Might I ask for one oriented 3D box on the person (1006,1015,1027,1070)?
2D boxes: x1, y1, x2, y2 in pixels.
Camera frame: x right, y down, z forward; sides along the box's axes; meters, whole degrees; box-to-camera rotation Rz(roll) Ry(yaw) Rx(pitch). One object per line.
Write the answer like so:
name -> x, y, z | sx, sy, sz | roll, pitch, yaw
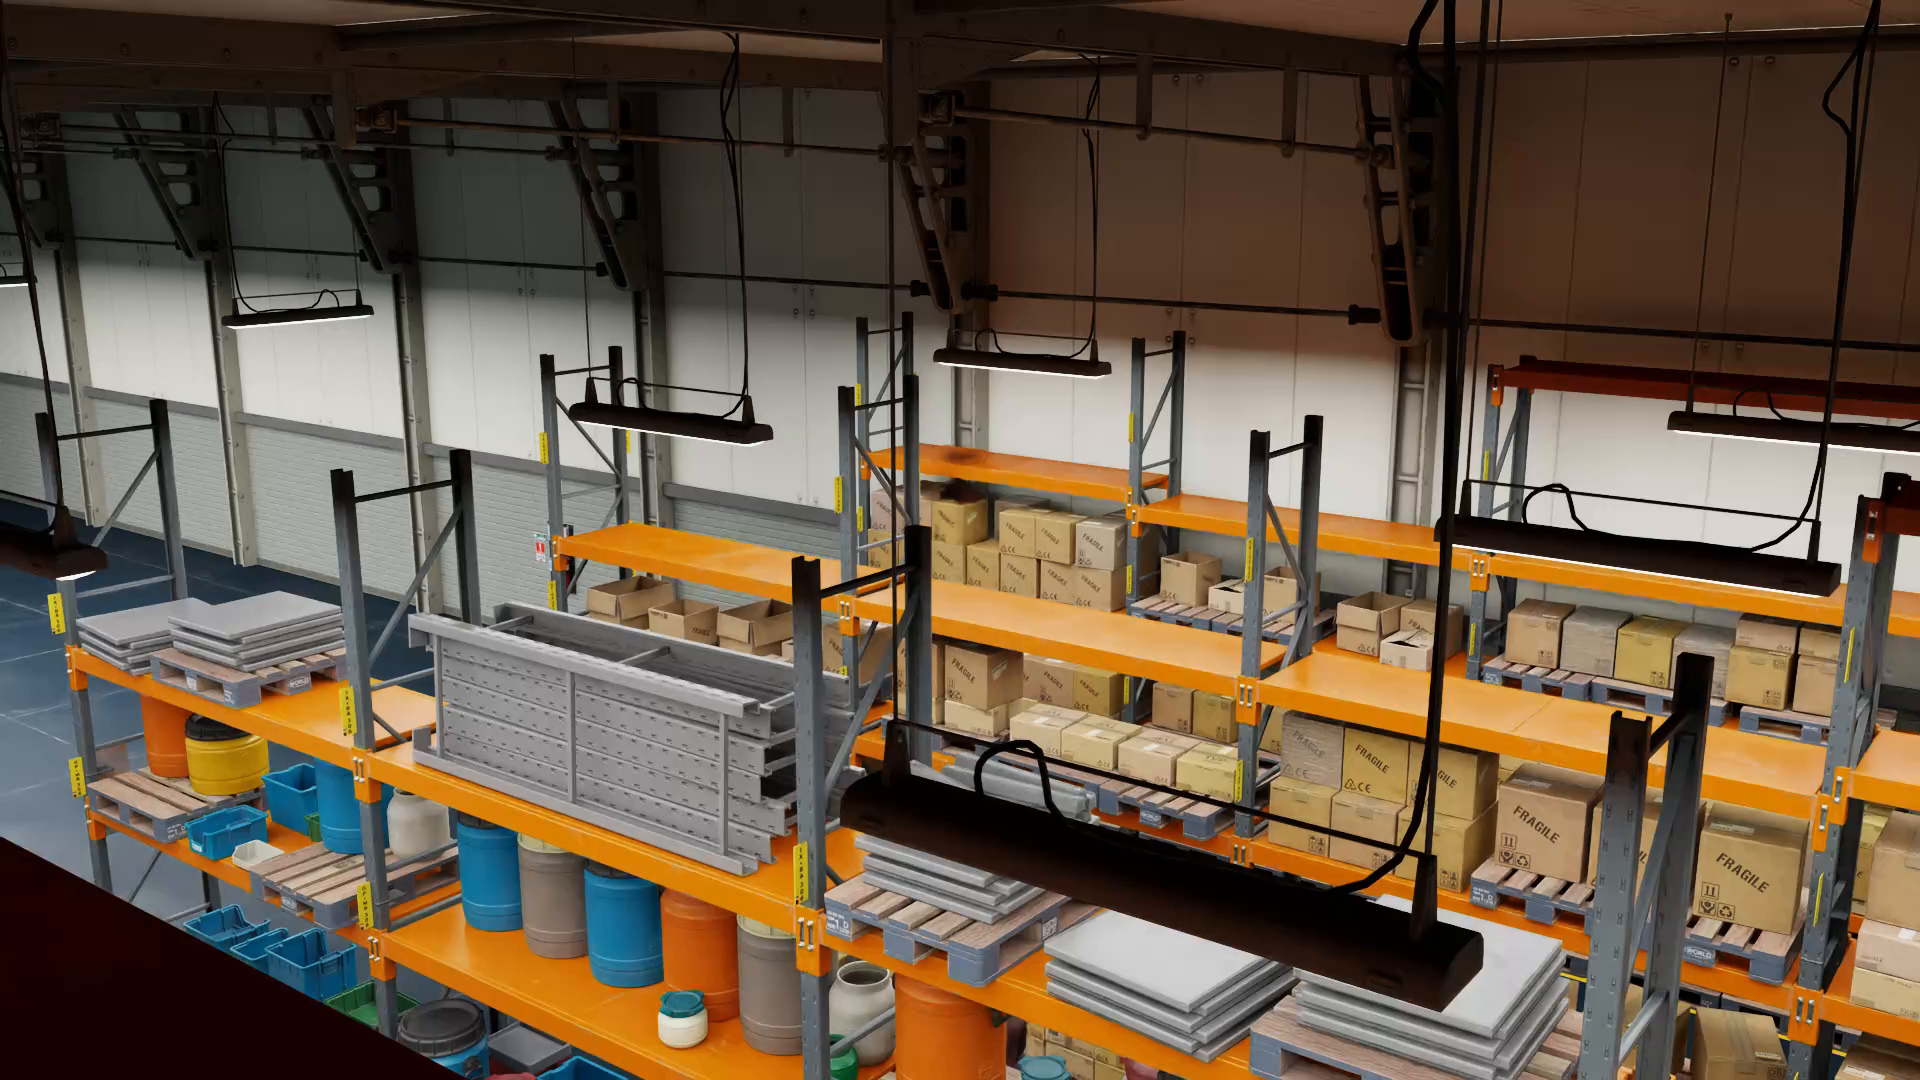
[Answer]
person -> 0.193, 4.245, 12.996 | 1.078, 1.721, 0.684 | 7, 15, 29
